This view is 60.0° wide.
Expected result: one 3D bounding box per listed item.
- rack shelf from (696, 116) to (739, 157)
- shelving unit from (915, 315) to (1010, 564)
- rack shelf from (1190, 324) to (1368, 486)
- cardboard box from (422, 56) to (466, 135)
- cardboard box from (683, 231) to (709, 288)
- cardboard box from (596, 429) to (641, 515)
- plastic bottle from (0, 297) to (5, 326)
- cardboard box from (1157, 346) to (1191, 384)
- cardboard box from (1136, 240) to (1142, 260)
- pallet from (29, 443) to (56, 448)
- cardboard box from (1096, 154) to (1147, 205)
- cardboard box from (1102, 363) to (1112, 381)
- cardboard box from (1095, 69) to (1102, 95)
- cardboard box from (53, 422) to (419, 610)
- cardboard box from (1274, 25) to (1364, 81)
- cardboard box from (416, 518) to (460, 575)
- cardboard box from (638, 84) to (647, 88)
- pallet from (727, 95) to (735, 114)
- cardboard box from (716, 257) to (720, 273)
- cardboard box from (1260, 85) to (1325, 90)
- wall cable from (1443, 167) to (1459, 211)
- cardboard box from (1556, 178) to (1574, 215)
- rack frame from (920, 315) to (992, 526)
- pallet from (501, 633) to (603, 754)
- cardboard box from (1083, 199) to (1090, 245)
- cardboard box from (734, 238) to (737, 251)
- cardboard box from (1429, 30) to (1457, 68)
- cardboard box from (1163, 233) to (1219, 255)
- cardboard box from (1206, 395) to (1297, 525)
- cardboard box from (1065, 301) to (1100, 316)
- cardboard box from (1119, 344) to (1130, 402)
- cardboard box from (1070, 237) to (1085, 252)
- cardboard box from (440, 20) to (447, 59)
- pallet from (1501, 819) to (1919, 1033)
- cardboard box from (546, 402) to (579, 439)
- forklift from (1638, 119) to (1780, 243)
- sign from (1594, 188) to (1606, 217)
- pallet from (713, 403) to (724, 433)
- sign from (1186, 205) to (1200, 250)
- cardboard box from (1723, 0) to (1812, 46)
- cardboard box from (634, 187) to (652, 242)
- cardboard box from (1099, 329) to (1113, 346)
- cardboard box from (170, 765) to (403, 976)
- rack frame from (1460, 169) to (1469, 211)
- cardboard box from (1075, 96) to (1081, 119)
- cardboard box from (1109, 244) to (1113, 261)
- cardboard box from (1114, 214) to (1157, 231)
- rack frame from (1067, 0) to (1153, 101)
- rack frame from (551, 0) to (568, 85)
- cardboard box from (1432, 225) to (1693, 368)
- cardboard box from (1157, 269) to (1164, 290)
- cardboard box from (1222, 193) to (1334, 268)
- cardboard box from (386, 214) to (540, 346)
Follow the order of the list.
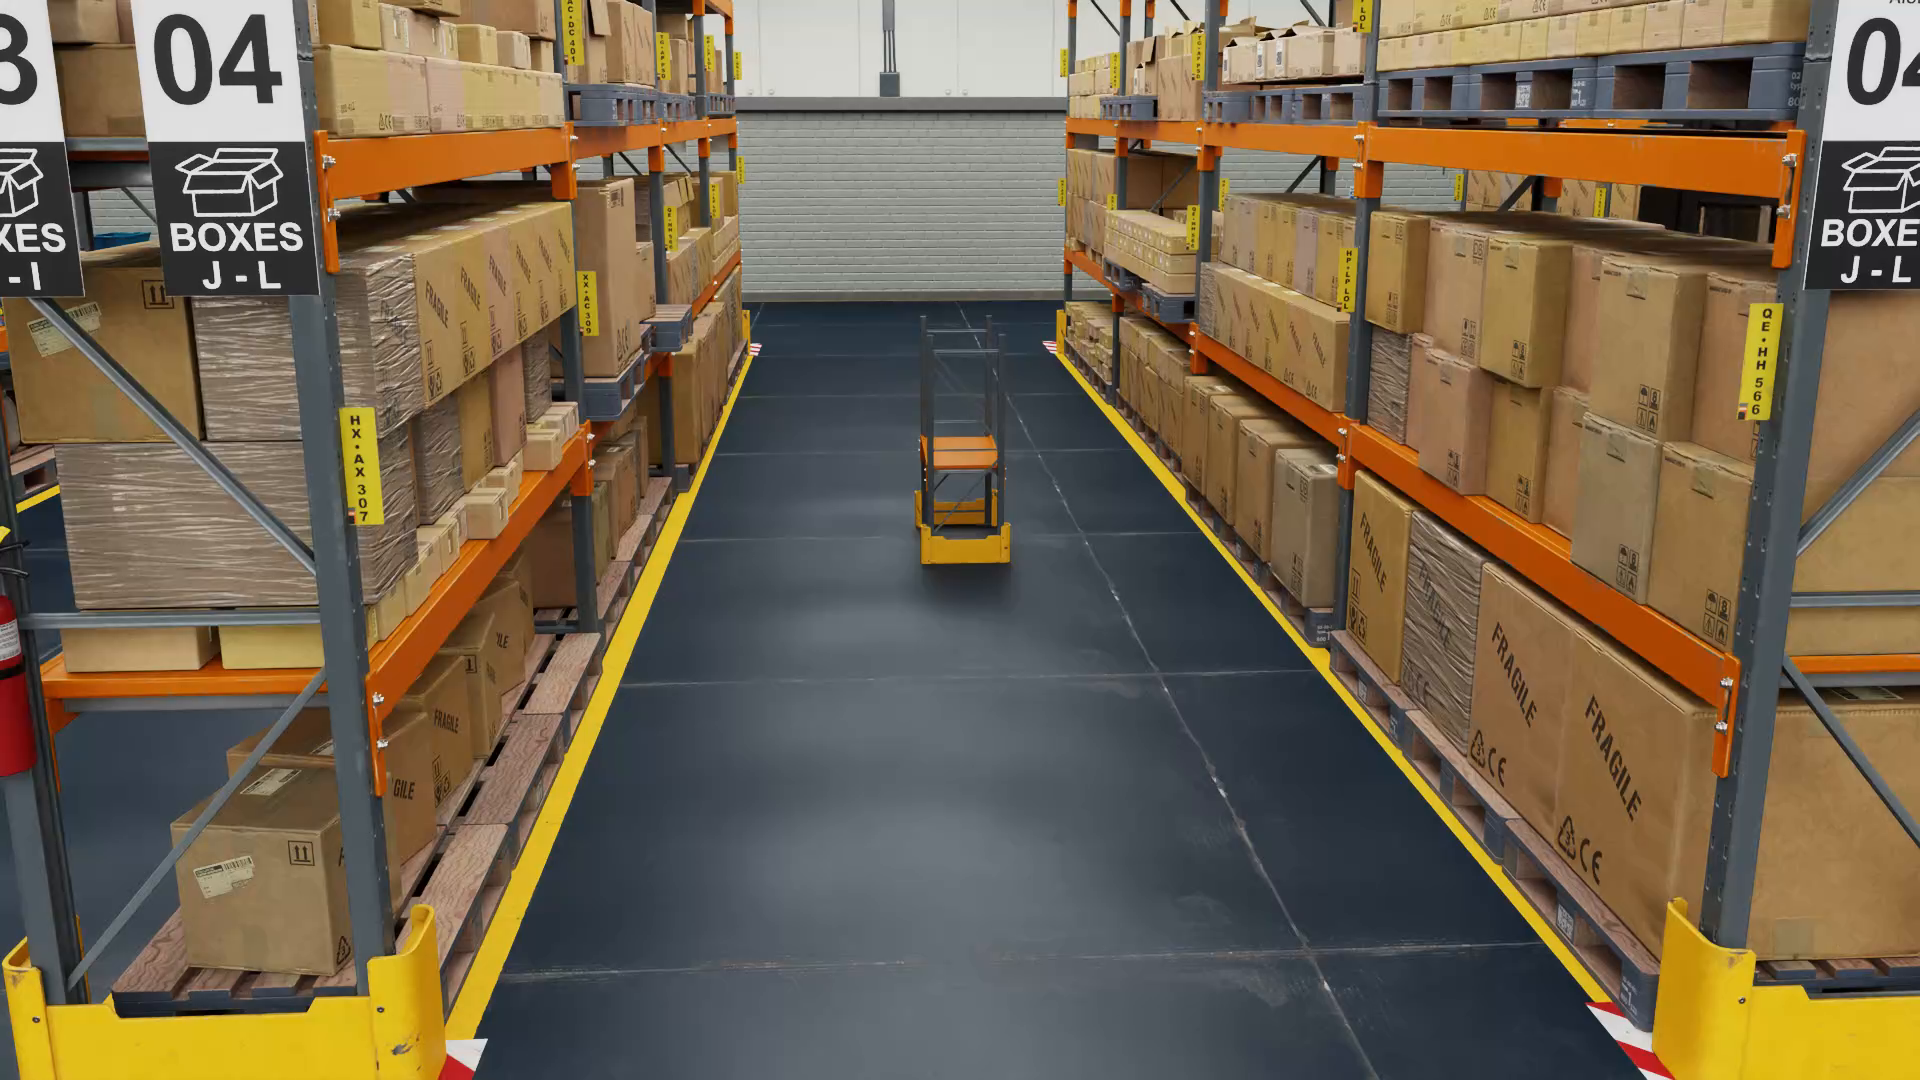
[{"bbox_3d":[-3.049,-4.359,17.874,1.077,0.370,4.000,-1,14,-3],"label":"rack shelf"},{"bbox_3d":[0.005,-0.707,11.266,0.587,1.500,1.083,-1,14,-3],"label":"shelving unit"},{"bbox_3d":[2.403,-0.969,10.715,1.077,0.370,4.000,-1,14,-3],"label":"rack shelf"},{"bbox_3d":[-2.019,-1.529,5.729,0.500,0.250,0.500,-1,14,-4],"label":"cardboard box"},{"bbox_3d":[-2.600,-2.571,15.298,0.500,0.500,0.500,0,14,-2],"label":"cardboard box"},{"bbox_3d":[-2.569,-0.461,11.433,0.700,0.500,0.500,-2,15,-8],"label":"cardboard box"},{"bbox_3d":[-7.305,-1.766,12.628,0.097,0.271,0.097,0,14,0],"label":"plastic bottle"},{"bbox_3d":[1.933,-1.462,13.857,0.500,0.250,0.500,-1,14,-3],"label":"cardboard box"},{"bbox_3d":[1.712,-2.477,14.197,0.380,0.149,0.250,-1,14,-2],"label":"cardboard box"},{"bbox_3d":[-7.784,-0.834,14.344,1.003,0.211,1.213,-1,14,-3],"label":"pallet"},{"bbox_3d":[1.695,-3.727,17.188,0.500,0.500,0.500,-1,14,-5],"label":"cardboard box"},{"bbox_3d":[1.667,-1.724,17.086,0.380,0.149,0.250,-1,14,-3],"label":"cardboard box"},{"bbox_3d":[1.691,-4.801,17.445,0.500,0.250,0.500,0,14,-1],"label":"cardboard box"},{"bbox_3d":[-2.189,-0.103,5.109,0.875,0.500,0.500,-1,14,-3],"label":"cardboard box"},{"bbox_3d":[2.199,-2.913,9.945,0.500,0.311,0.500,-1,14,-5],"label":"cardboard box"},{"bbox_3d":[-2.003,0.025,5.914,0.380,0.149,0.250,-1,14,-3],"label":"cardboard box"},{"bbox_3d":[-2.359,-2.905,11.079,0.500,0.250,0.500,-1,14,-4],"label":"cardboard box"},{"bbox_3d":[-3.117,-4.978,19.012,1.003,0.211,1.213,-1,14,-3],"label":"pallet"},{"bbox_3d":[-2.628,-2.780,16.816,0.380,0.149,0.250,-1,14,-5],"label":"cardboard box"},{"bbox_3d":[2.509,-3.462,12.740,0.500,0.500,0.500,-1,14,-3],"label":"cardboard box"},{"bbox_3d":[7.760,-5.824,26.104,0.588,1.984,0.122,-1,14,-3],"label":"wall cable"},{"bbox_3d":[6.637,-3.683,17.613,0.500,0.500,0.500,-1,14,-4],"label":"cardboard box"},{"bbox_3d":[-0.026,-0.832,11.748,0.500,1.500,0.032,-1,14,-3],"label":"rack frame"},{"bbox_3d":[-2.353,0.749,8.192,1.003,0.211,1.213,-1,14,-3],"label":"pallet"},{"bbox_3d":[1.649,-3.499,18.308,0.500,0.500,0.500,-1,14,-5],"label":"cardboard box"},{"bbox_3d":[-2.790,-3.420,19.303,0.380,0.149,0.250,-1,14,-3],"label":"cardboard box"},{"bbox_3d":[2.257,-2.118,7.179,0.380,0.149,0.250,-1,14,-4],"label":"cardboard box"},{"bbox_3d":[1.791,-2.299,12.909,0.380,0.149,0.250,-1,15,-6],"label":"cardboard box"},{"bbox_3d":[2.284,-0.558,11.347,1.050,0.750,0.750,-1,14,-3],"label":"cardboard box"},{"bbox_3d":[1.477,-2.779,19.993,0.380,0.149,0.250,-2,15,-6],"label":"cardboard box"},{"bbox_3d":[1.812,-1.614,15.953,0.500,0.500,0.500,0,14,-1],"label":"cardboard box"},{"bbox_3d":[1.497,-3.466,19.483,0.380,0.149,0.250,-1,14,-5],"label":"cardboard box"},{"bbox_3d":[-2.077,-1.804,5.998,0.380,0.149,0.250,-1,14,-4],"label":"cardboard box"},{"bbox_3d":[2.647,1.328,5.941,1.003,0.211,1.213,-1,14,-3],"label":"pallet"},{"bbox_3d":[-2.123,-0.597,8.333,0.380,0.149,0.250,-1,14,-3],"label":"cardboard box"},{"bbox_3d":[5.238,-1.349,10.889,1.130,2.935,3.031,-9,17,-32],"label":"forklift"},{"bbox_3d":[6.412,-3.359,16.667,0.100,0.325,0.005,-1,14,-3],"label":"sign"},{"bbox_3d":[-2.802,-1.216,15.831,1.003,0.211,1.213,-1,14,-3],"label":"pallet"},{"bbox_3d":[1.738,-2.326,12.382,0.100,0.325,0.005,-1,14,-3],"label":"sign"},{"bbox_3d":[2.416,-1.485,4.719,0.380,0.149,0.250,-1,14,-4],"label":"cardboard box"},{"bbox_3d":[-2.707,-2.479,12.928,0.797,0.503,0.637,0,14,-2],"label":"cardboard box"},{"bbox_3d":[1.671,-2.129,17.466,0.380,0.149,0.250,-1,14,-4],"label":"cardboard box"},{"bbox_3d":[-2.204,1.078,5.489,0.500,0.500,0.500,2,15,7],"label":"cardboard box"},{"bbox_3d":[6.718,-3.905,20.686,1.000,3.000,0.127,-1,14,-3],"label":"rack frame"},{"bbox_3d":[1.584,-4.937,18.977,0.500,0.250,0.500,0,14,-2],"label":"cardboard box"},{"bbox_3d":[1.620,-2.717,15.727,0.380,0.149,0.250,-1,14,-3],"label":"cardboard box"},{"bbox_3d":[1.633,-2.941,15.404,0.380,0.149,0.250,-1,14,-3],"label":"cardboard box"},{"bbox_3d":[1.783,-6.709,19.543,1.000,3.000,0.127,-1,14,-3],"label":"rack frame"},{"bbox_3d":[-2.430,-3.673,7.744,1.000,3.000,0.127,-1,14,-3],"label":"rack frame"},{"bbox_3d":[2.562,-1.051,7.125,0.875,0.550,0.550,-1,14,-3],"label":"cardboard box"},{"bbox_3d":[1.776,-2.073,13.226,0.380,0.149,0.250,-1,14,-4],"label":"cardboard box"},{"bbox_3d":[2.297,-2.235,11.987,0.700,0.500,0.500,-1,14,-4],"label":"cardboard box"},{"bbox_3d":[-2.065,-1.088,6.933,0.500,0.500,0.500,-1,14,-3],"label":"cardboard box"}]
